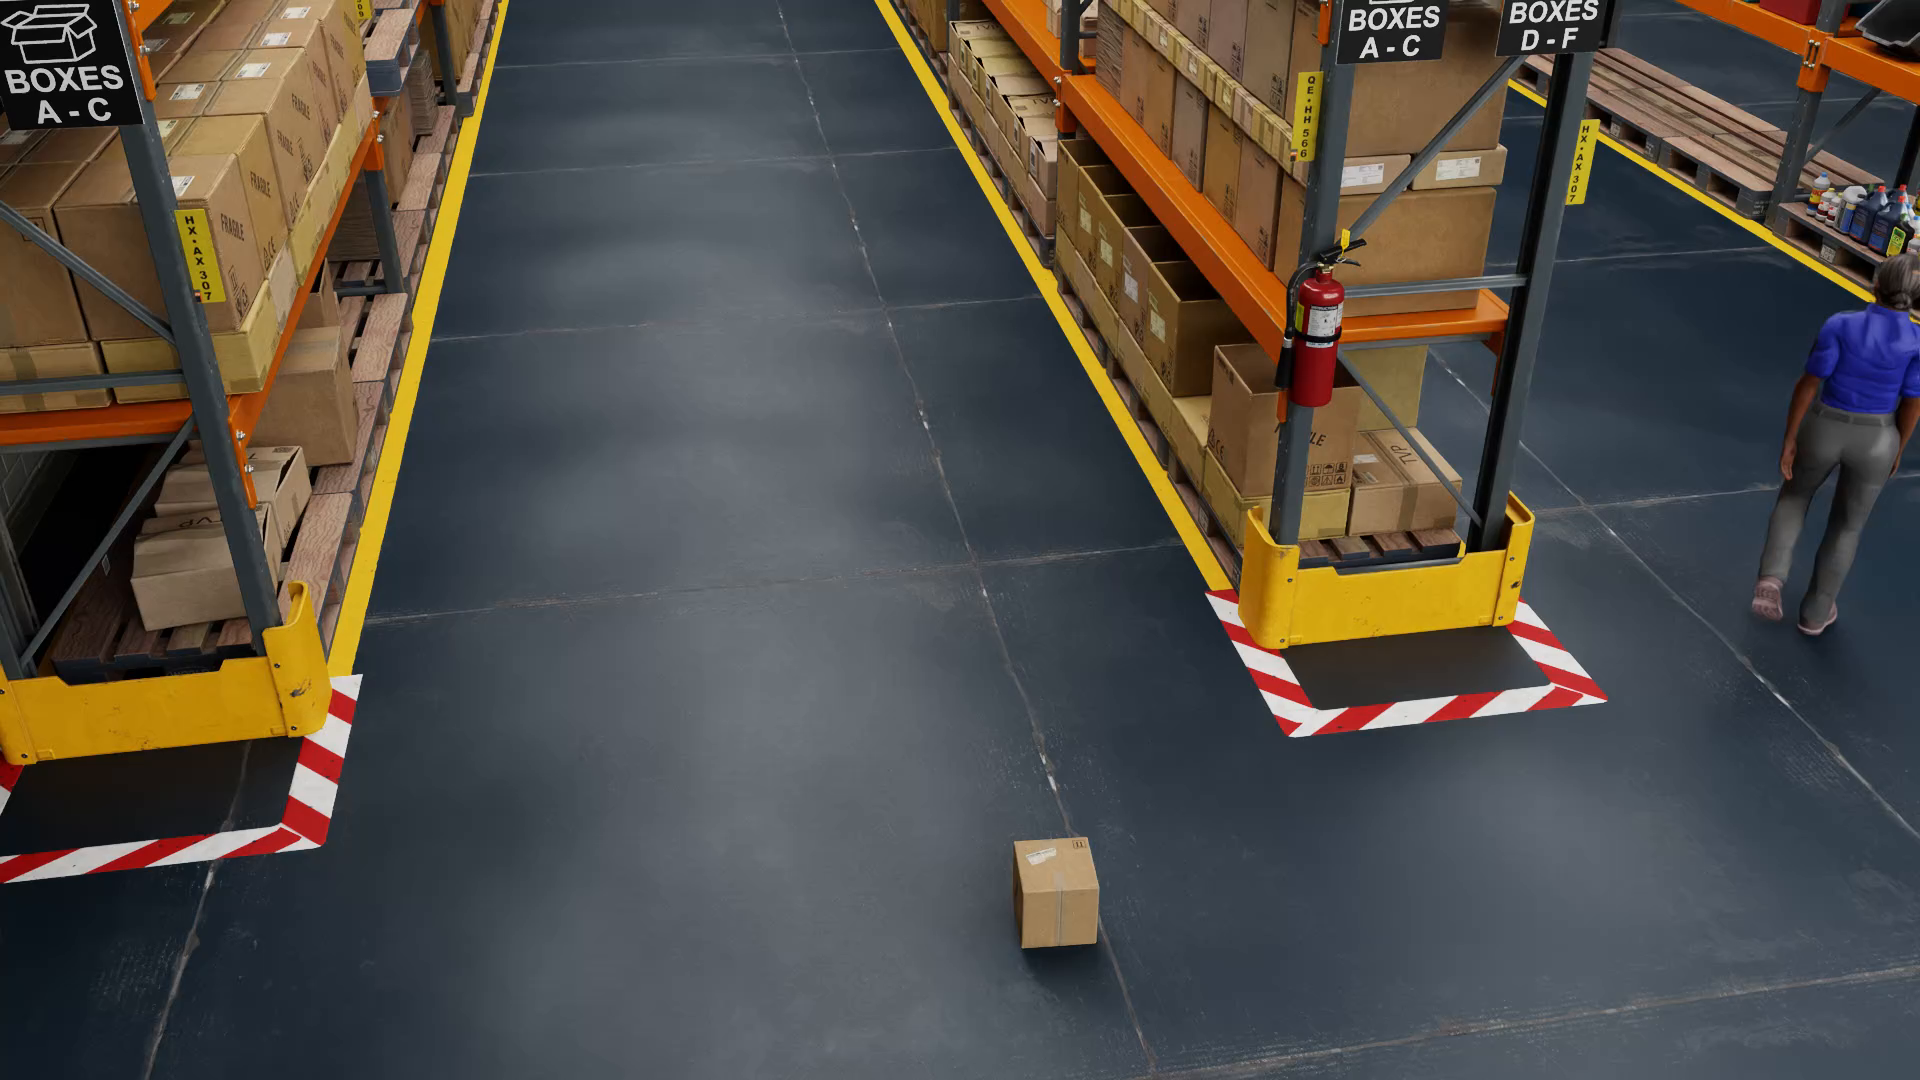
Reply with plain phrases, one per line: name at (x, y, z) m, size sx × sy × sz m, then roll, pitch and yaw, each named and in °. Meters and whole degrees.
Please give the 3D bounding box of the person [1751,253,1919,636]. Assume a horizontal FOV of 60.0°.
person at (3.573, -0.371, 6.735) m, size 0.452 × 1.639 × 0.460 m, roll 19°, pitch 36°, yaw 28°
